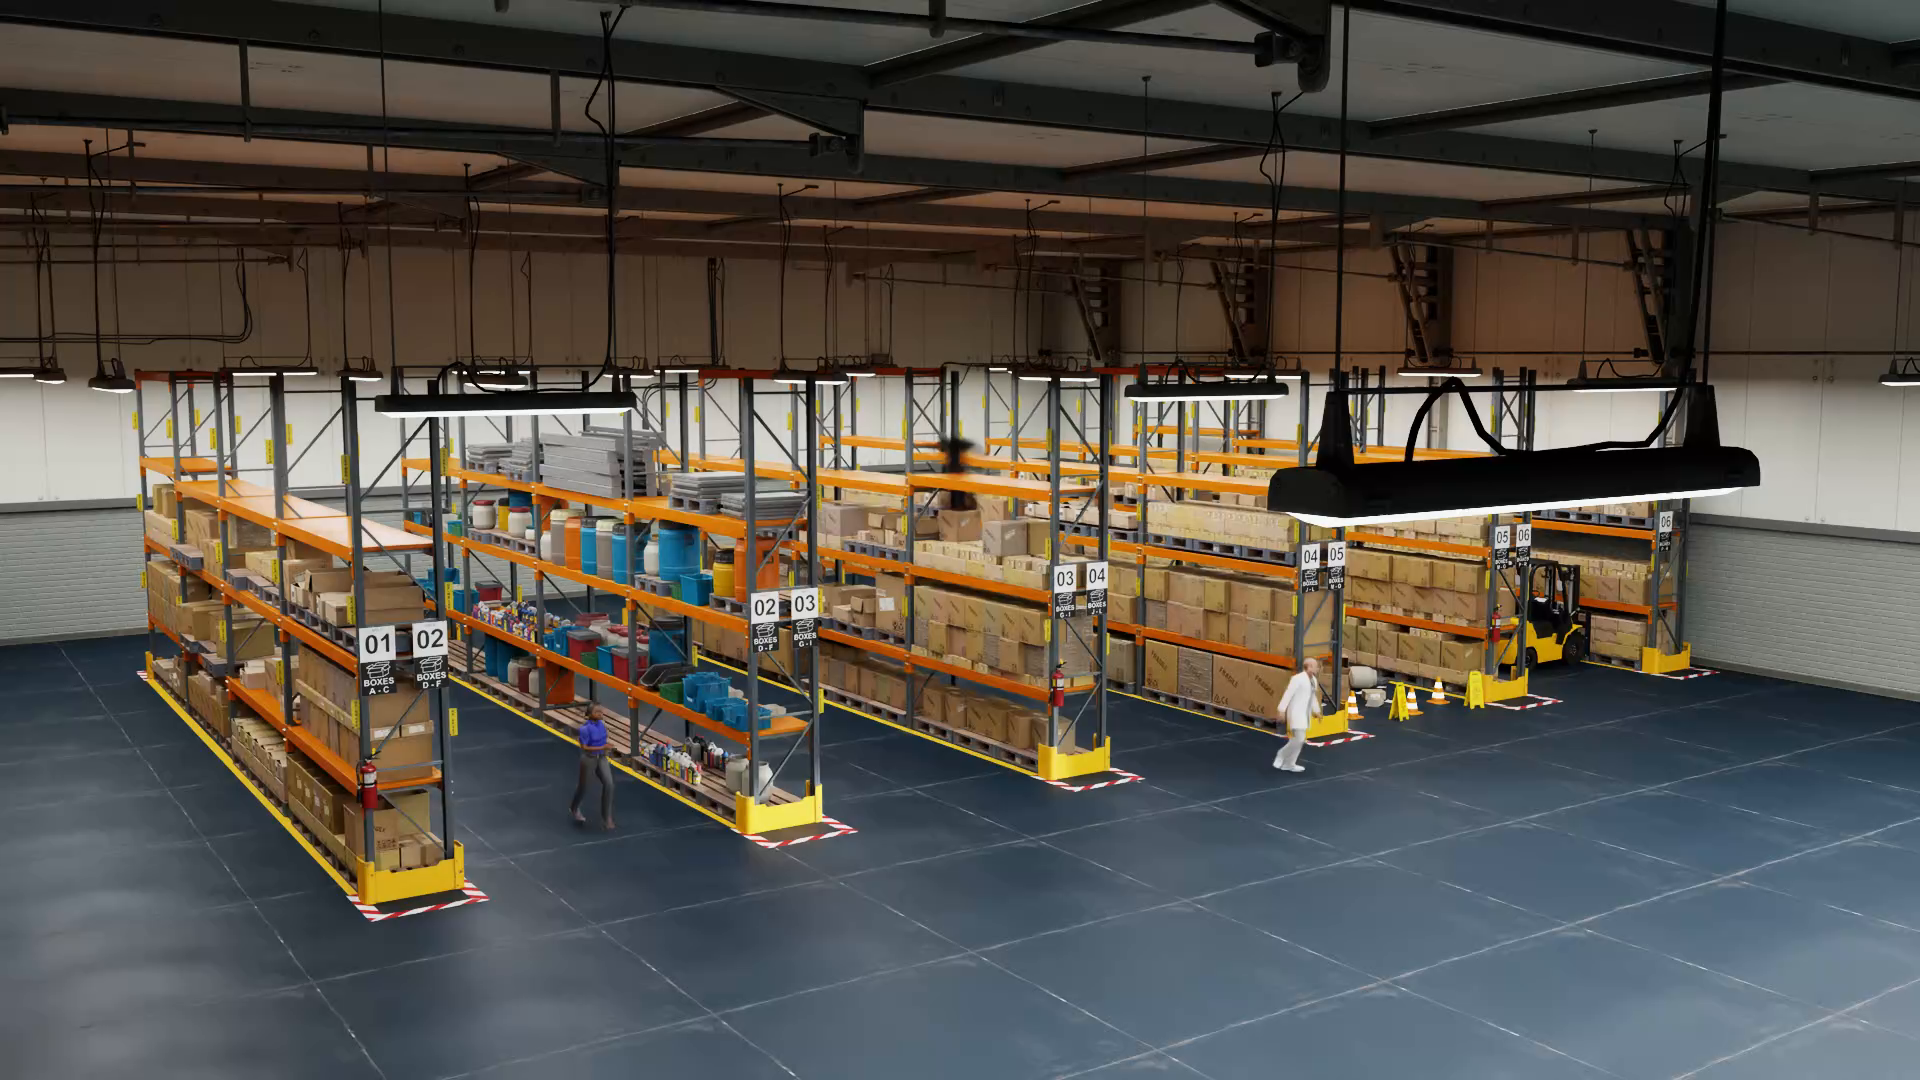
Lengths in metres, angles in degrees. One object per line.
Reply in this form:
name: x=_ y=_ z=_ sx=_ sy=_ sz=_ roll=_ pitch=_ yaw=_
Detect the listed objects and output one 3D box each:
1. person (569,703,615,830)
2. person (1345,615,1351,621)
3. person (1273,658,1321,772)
person: x=-4.901 y=3.010 z=22.192 sx=0.847 sy=1.715 sz=0.520 roll=5 pitch=8 yaw=39
person: x=8.513 y=1.427 z=35.846 sx=0.696 sy=1.741 sz=0.942 roll=-6 pitch=9 yaw=-45
person: x=5.088 y=2.640 z=25.122 sx=0.569 sy=1.748 sz=0.722 roll=5 pitch=8 yaw=38
